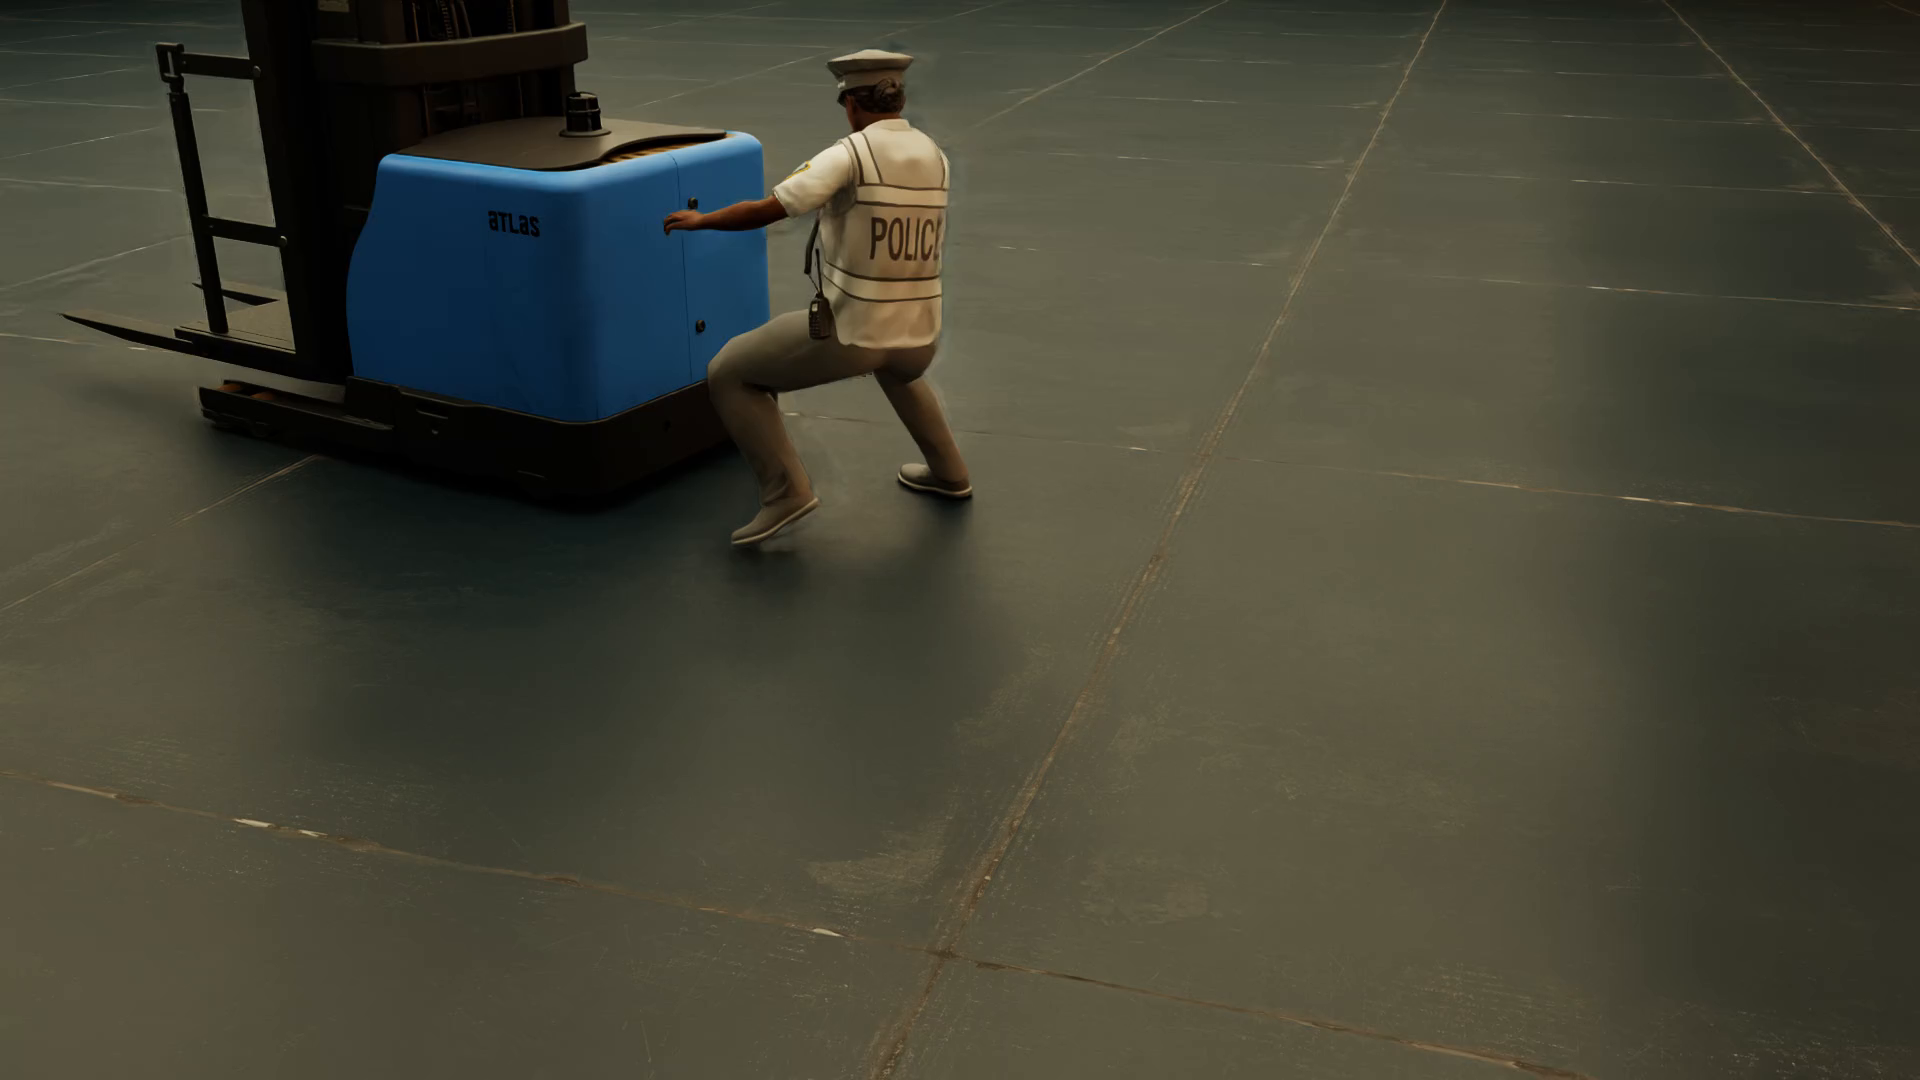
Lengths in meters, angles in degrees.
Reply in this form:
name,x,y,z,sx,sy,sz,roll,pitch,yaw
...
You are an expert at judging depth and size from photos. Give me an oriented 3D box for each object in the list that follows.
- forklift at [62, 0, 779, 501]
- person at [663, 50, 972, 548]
name,x,y,z,sx,sy,sz,roll,pitch,yaw
forklift,-2.187,-1.882,5.838,3.031,2.935,1.130,13,26,28
person,-0.359,-0.722,4.973,0.942,1.447,0.728,-16,28,-34
